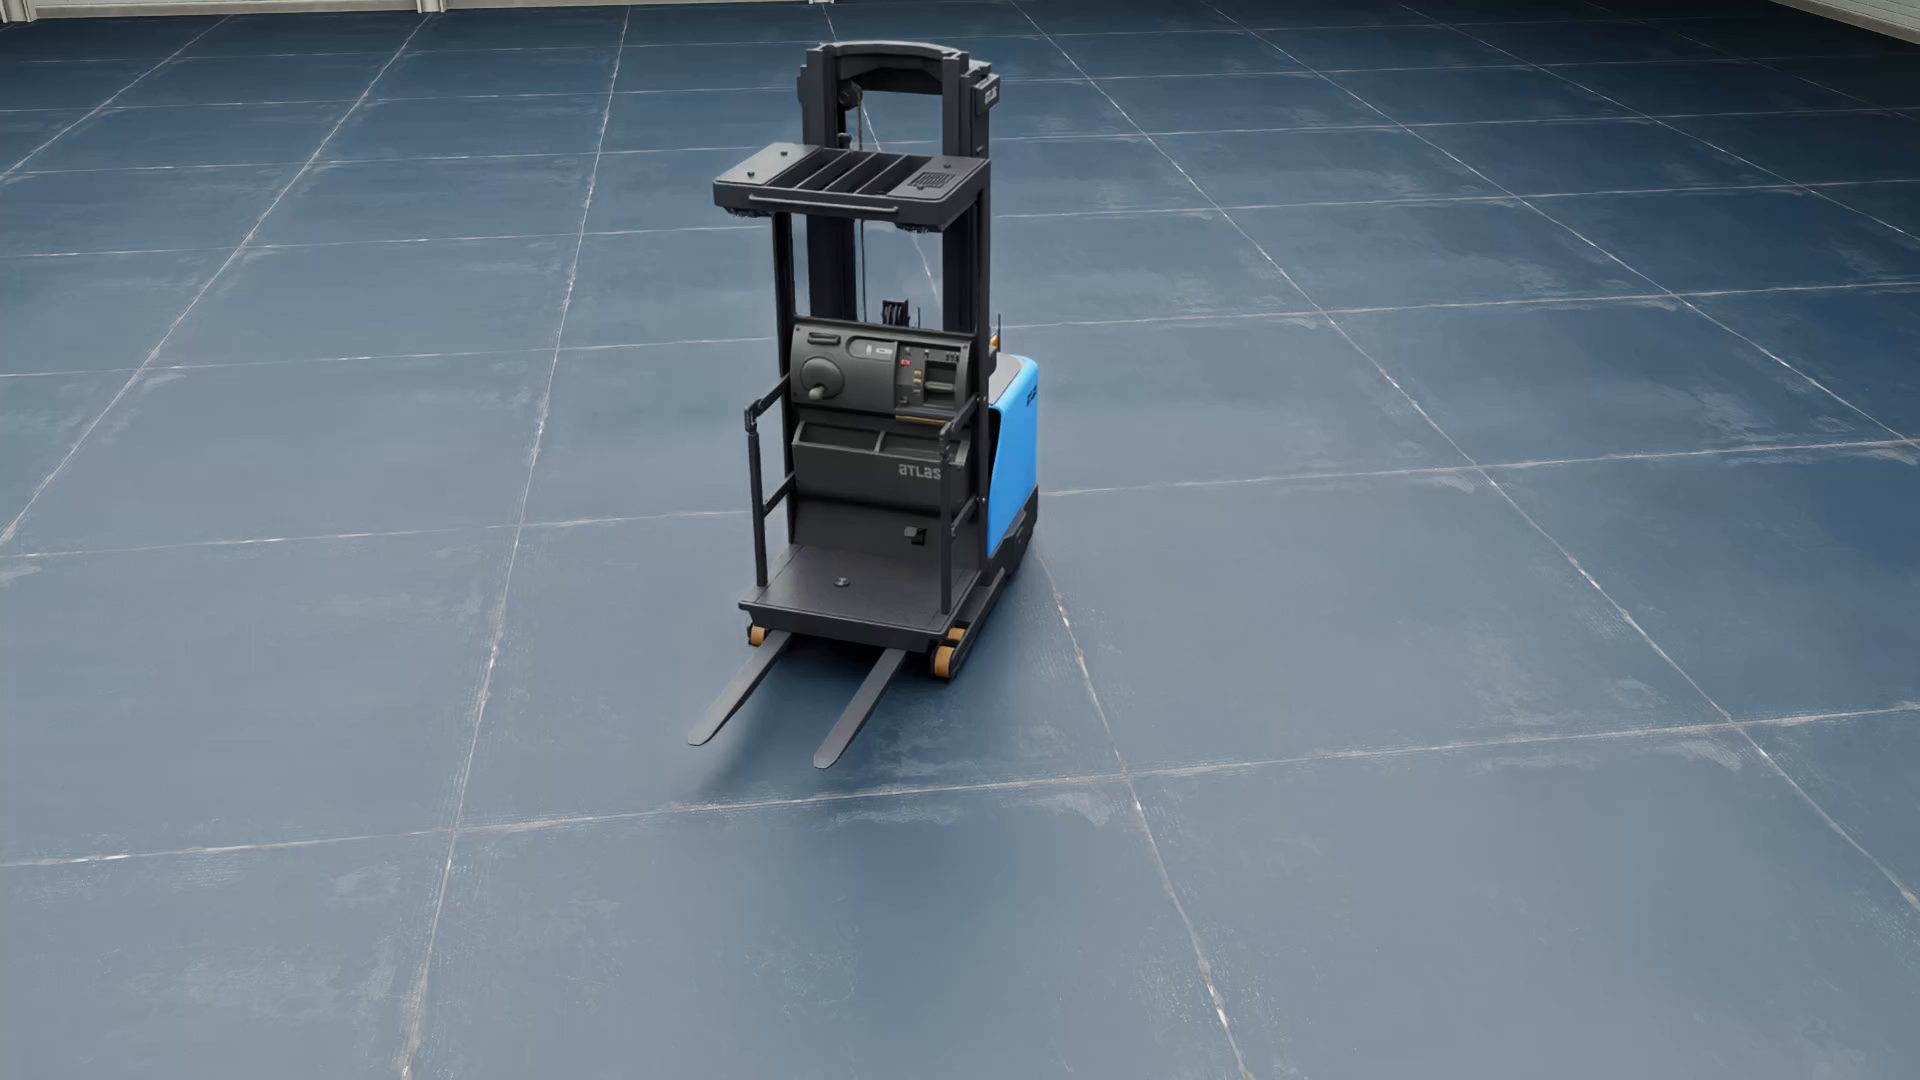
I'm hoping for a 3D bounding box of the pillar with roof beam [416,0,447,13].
[{"bbox_3d":[-7.548,-10.236,19.842,0.400,9.000,9.100,-4,27,-7],"label":"pillar with roof beam"}]

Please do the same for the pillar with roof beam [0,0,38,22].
[{"bbox_3d":[-13.490,-9.854,19.098,0.400,9.000,9.100,-4,27,-7],"label":"pillar with roof beam"}]

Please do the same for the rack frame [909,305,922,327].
[{"bbox_3d":[-0.269,-0.800,9.995,0.015,1.200,0.240,8,28,15],"label":"rack frame"}]

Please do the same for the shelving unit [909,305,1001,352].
[{"bbox_3d":[-0.035,-0.768,9.933,0.503,1.200,0.258,8,28,15],"label":"shelving unit"}]

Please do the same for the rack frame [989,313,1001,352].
[{"bbox_3d":[0.199,-0.737,9.871,0.015,1.200,0.240,8,28,15],"label":"rack frame"}]

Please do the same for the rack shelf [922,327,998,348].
[{"bbox_3d":[-0.035,-1.118,9.754,0.480,0.148,0.258,8,28,15],"label":"rack shelf"}]

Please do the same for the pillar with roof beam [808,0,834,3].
[{"bbox_3d":[-1.607,-10.617,20.585,0.400,9.000,9.100,-4,27,-7],"label":"pillar with roof beam"}]

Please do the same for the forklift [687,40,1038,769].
[{"bbox_3d":[-0.463,-0.806,8.111,1.130,2.935,3.031,8,28,15],"label":"forklift"}]
